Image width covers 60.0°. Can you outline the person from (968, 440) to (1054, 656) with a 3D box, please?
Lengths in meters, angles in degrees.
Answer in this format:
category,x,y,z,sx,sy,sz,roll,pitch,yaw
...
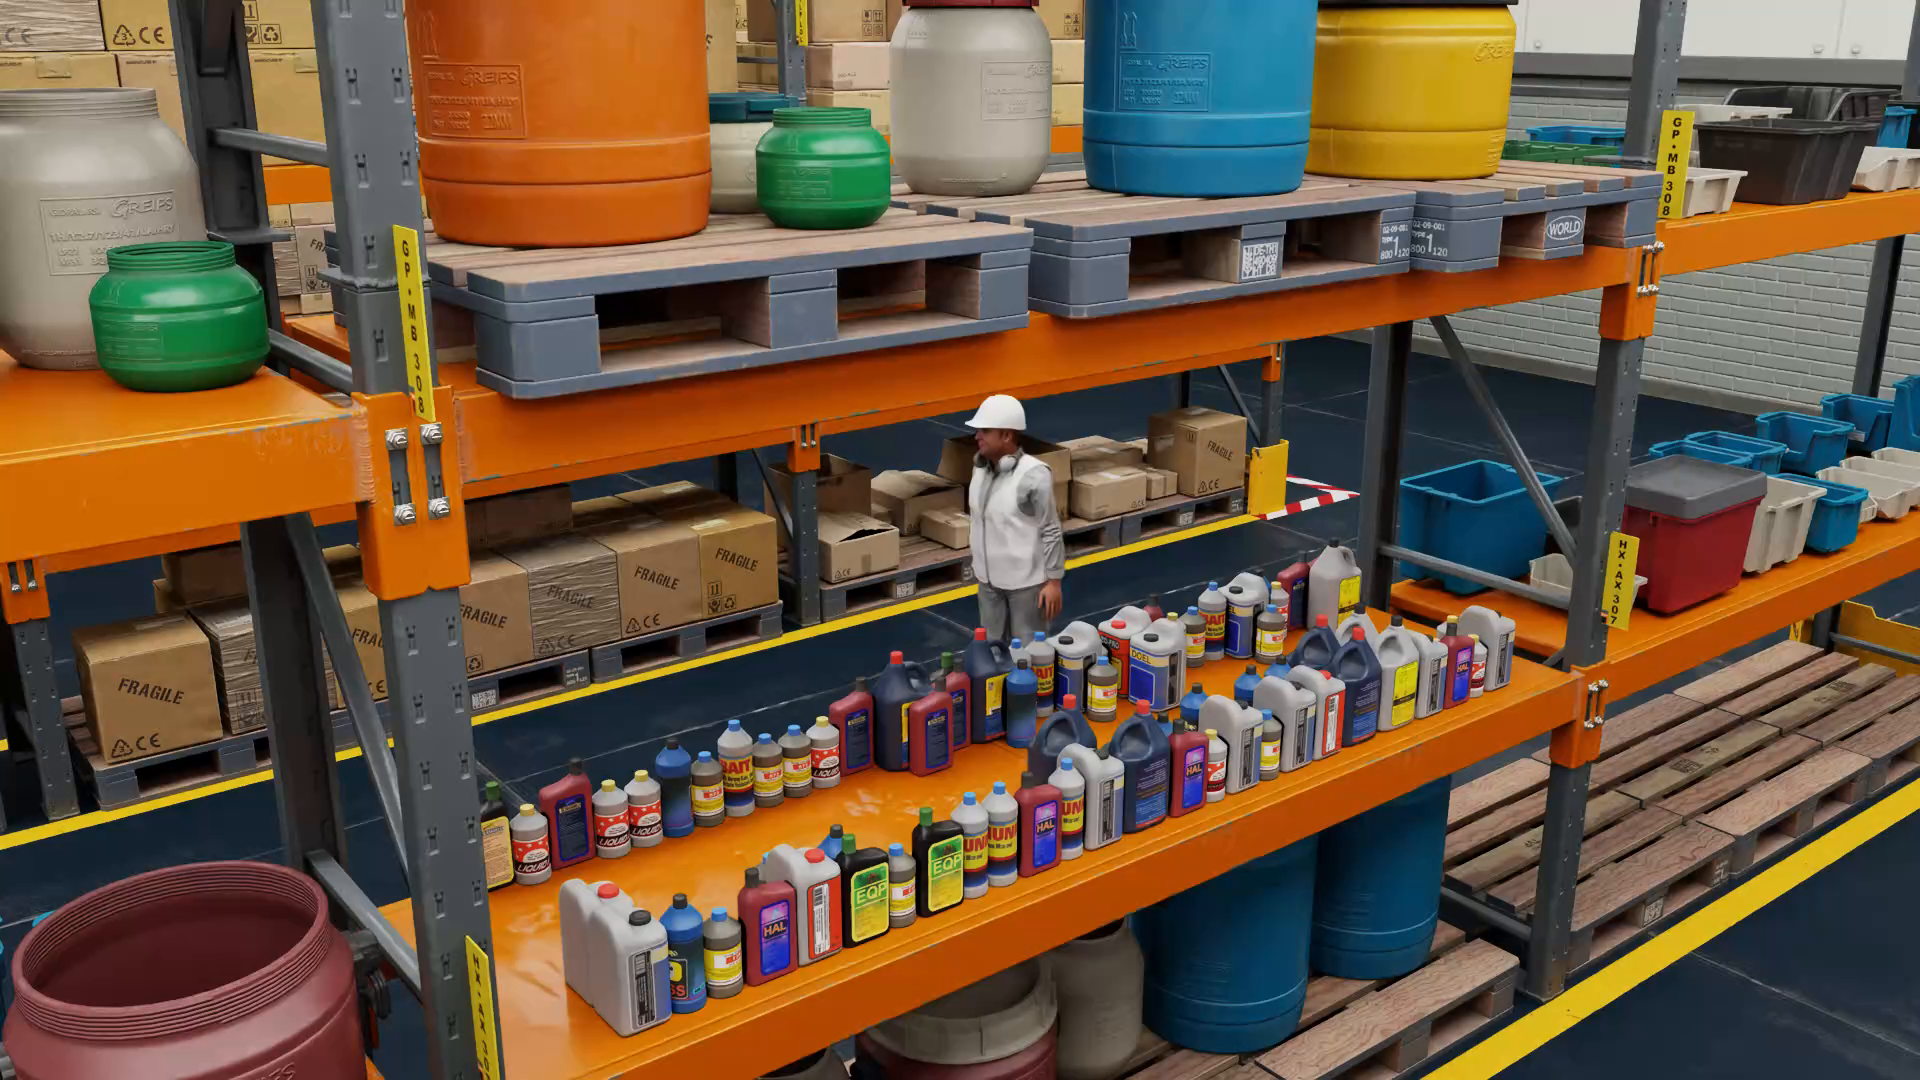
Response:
category,x,y,z,sx,sy,sz,roll,pitch,yaw
person,0.320,0.240,8.023,0.526,1.490,0.465,-15,23,-39
